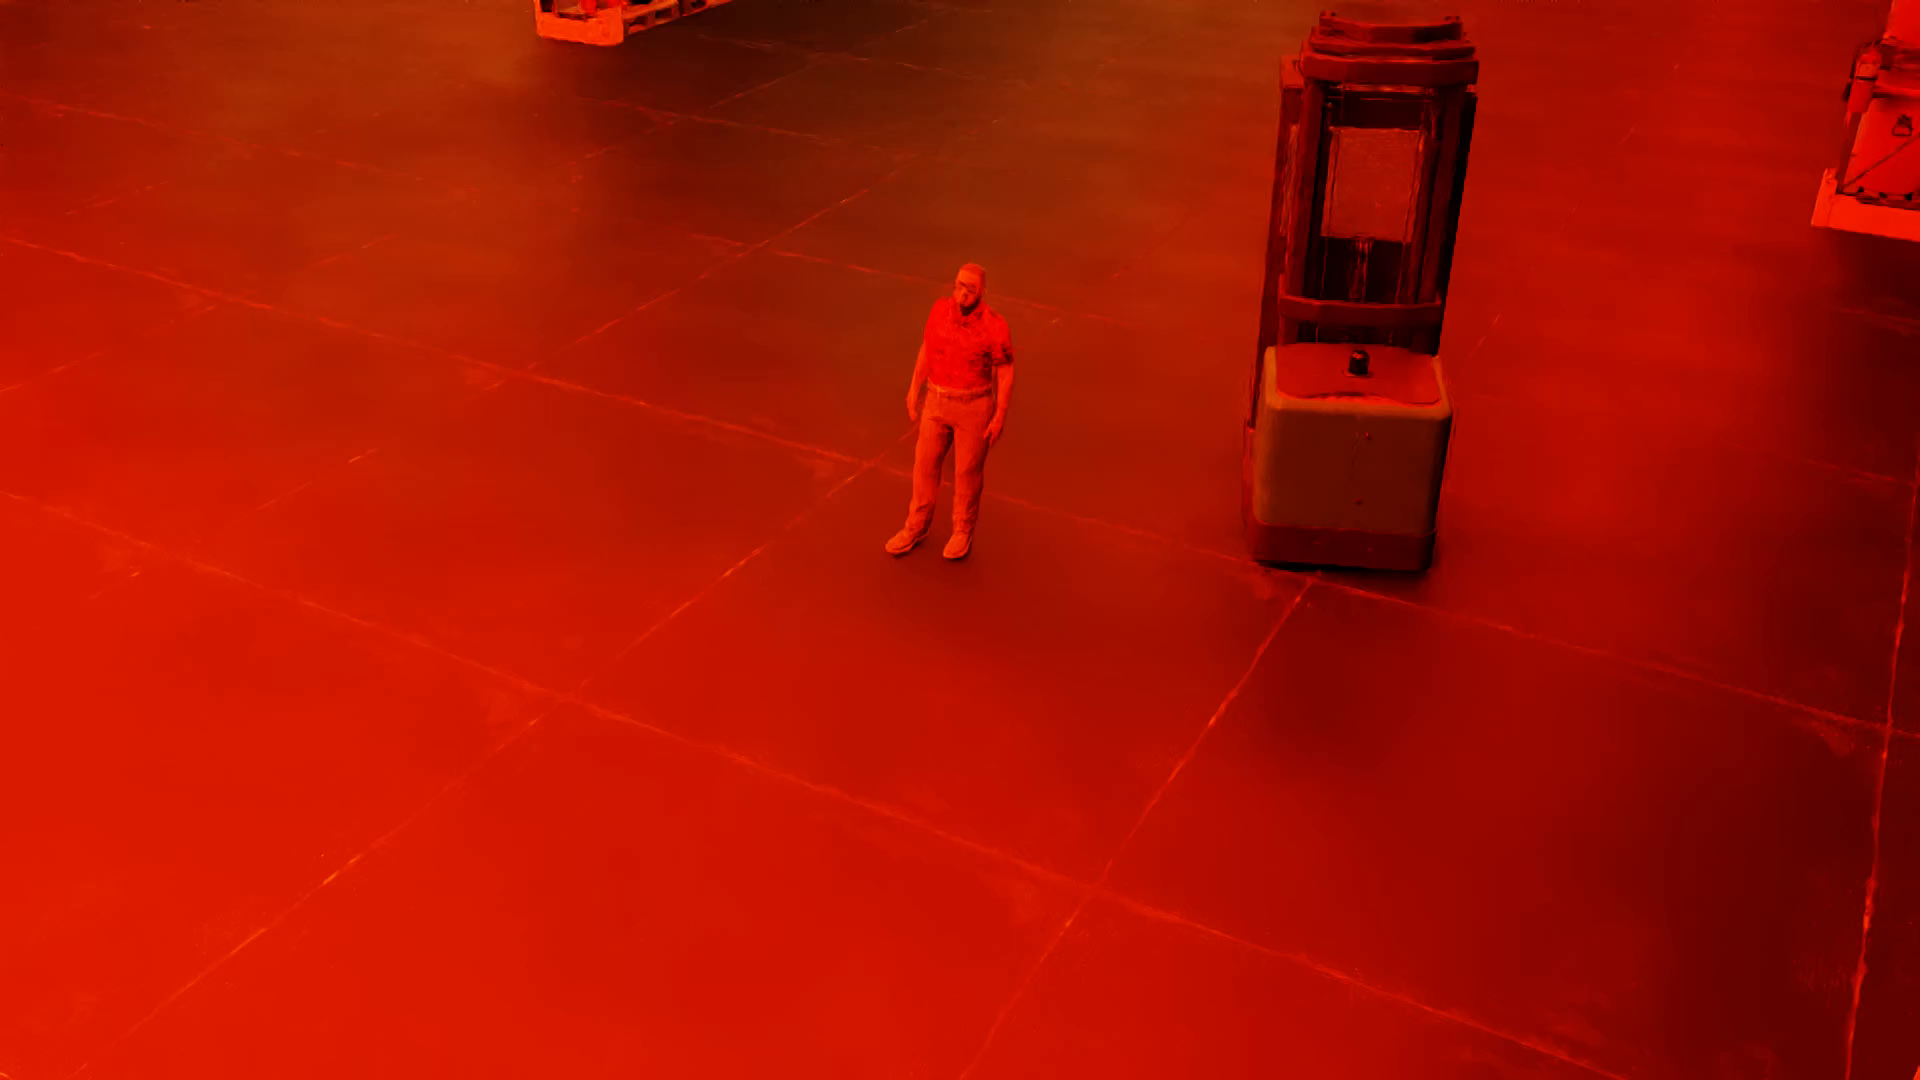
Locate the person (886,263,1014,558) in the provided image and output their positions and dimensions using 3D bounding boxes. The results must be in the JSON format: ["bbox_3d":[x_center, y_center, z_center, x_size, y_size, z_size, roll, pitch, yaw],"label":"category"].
[{"bbox_3d":[-0.054,-0.719,9.504,0.640,1.727,0.550,15,33,25],"label":"person"}]

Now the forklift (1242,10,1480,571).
[{"bbox_3d":[2.427,-1.808,10.203,1.130,2.935,3.031,4,30,8],"label":"forklift"}]
